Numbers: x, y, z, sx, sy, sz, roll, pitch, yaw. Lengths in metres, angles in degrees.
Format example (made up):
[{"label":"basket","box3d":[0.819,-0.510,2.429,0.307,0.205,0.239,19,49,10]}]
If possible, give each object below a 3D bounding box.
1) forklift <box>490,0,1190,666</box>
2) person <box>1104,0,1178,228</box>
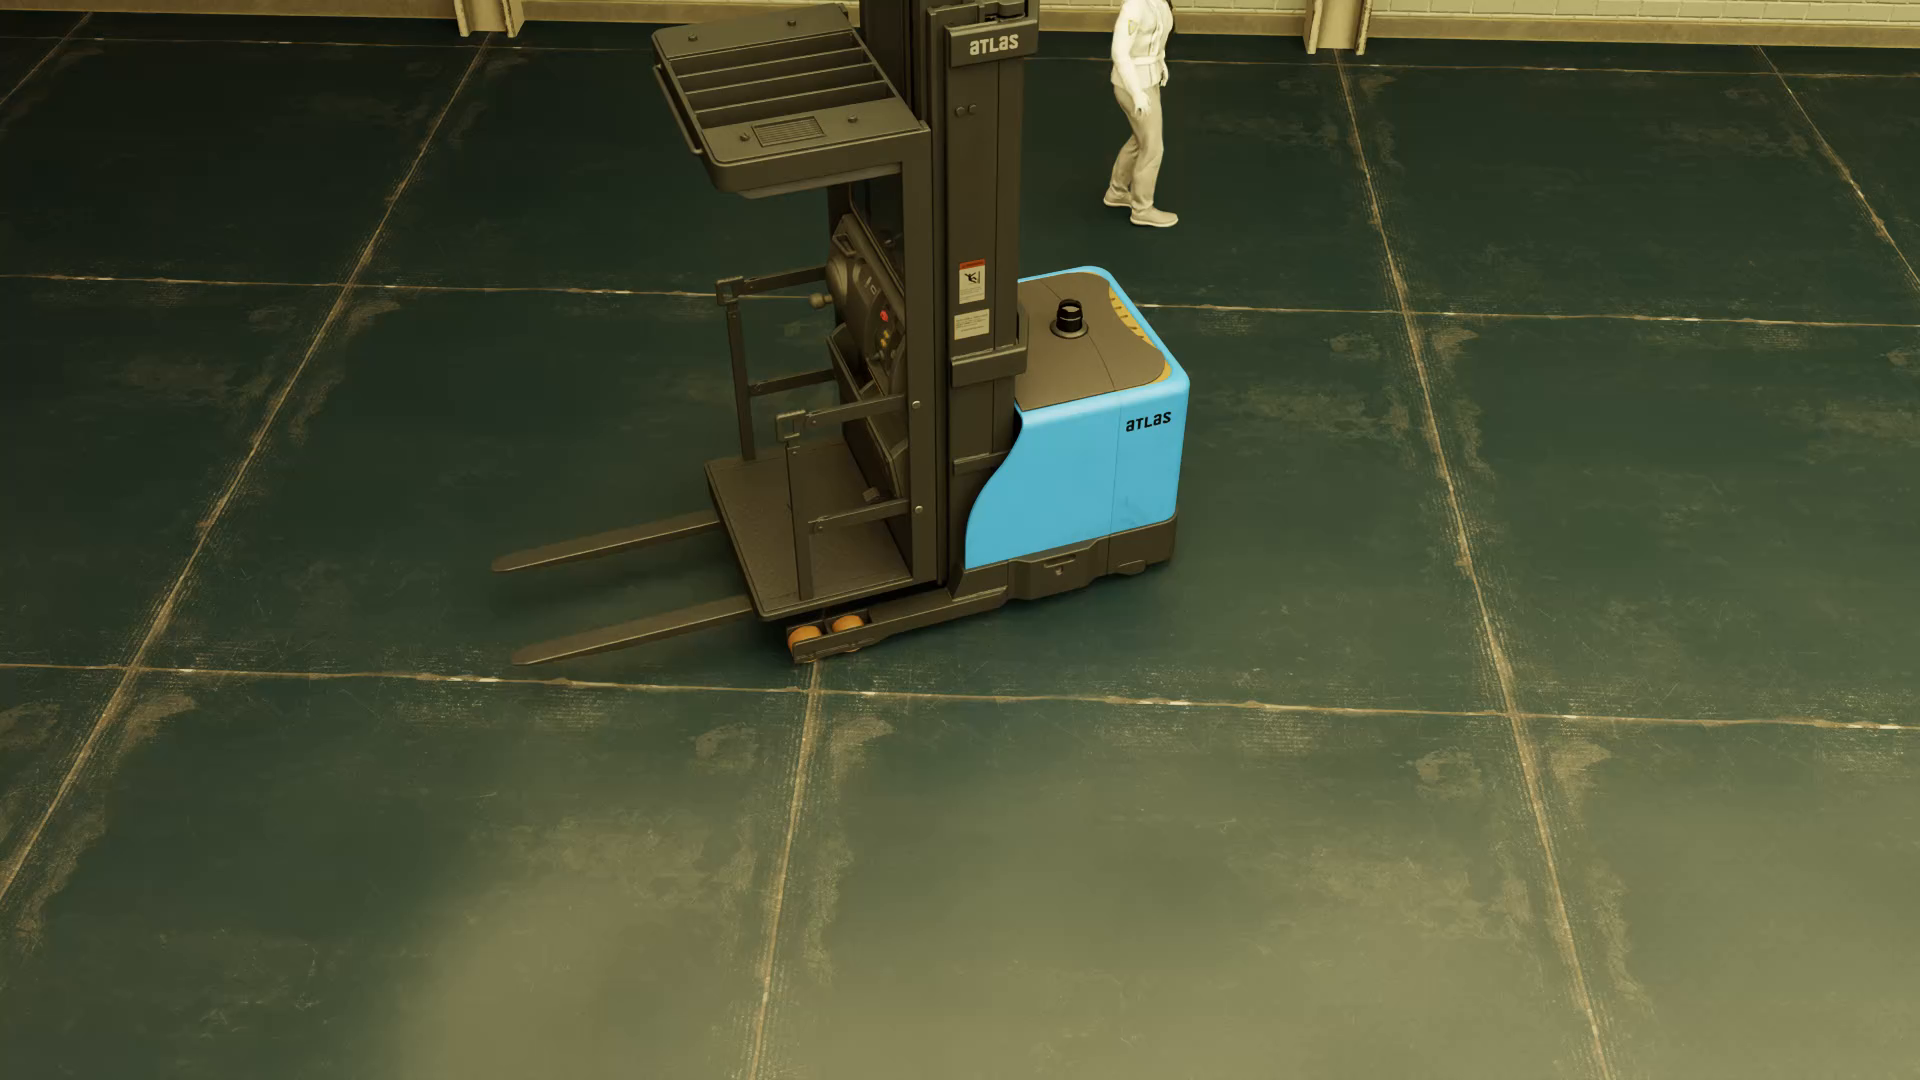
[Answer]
[{"label":"forklift","box3d":[-0.573,-0.945,6.778,3.031,2.935,1.130,-13,44,-14]},{"label":"person","box3d":[1.102,-2.629,9.577,0.468,1.649,0.693,6,43,7]}]
